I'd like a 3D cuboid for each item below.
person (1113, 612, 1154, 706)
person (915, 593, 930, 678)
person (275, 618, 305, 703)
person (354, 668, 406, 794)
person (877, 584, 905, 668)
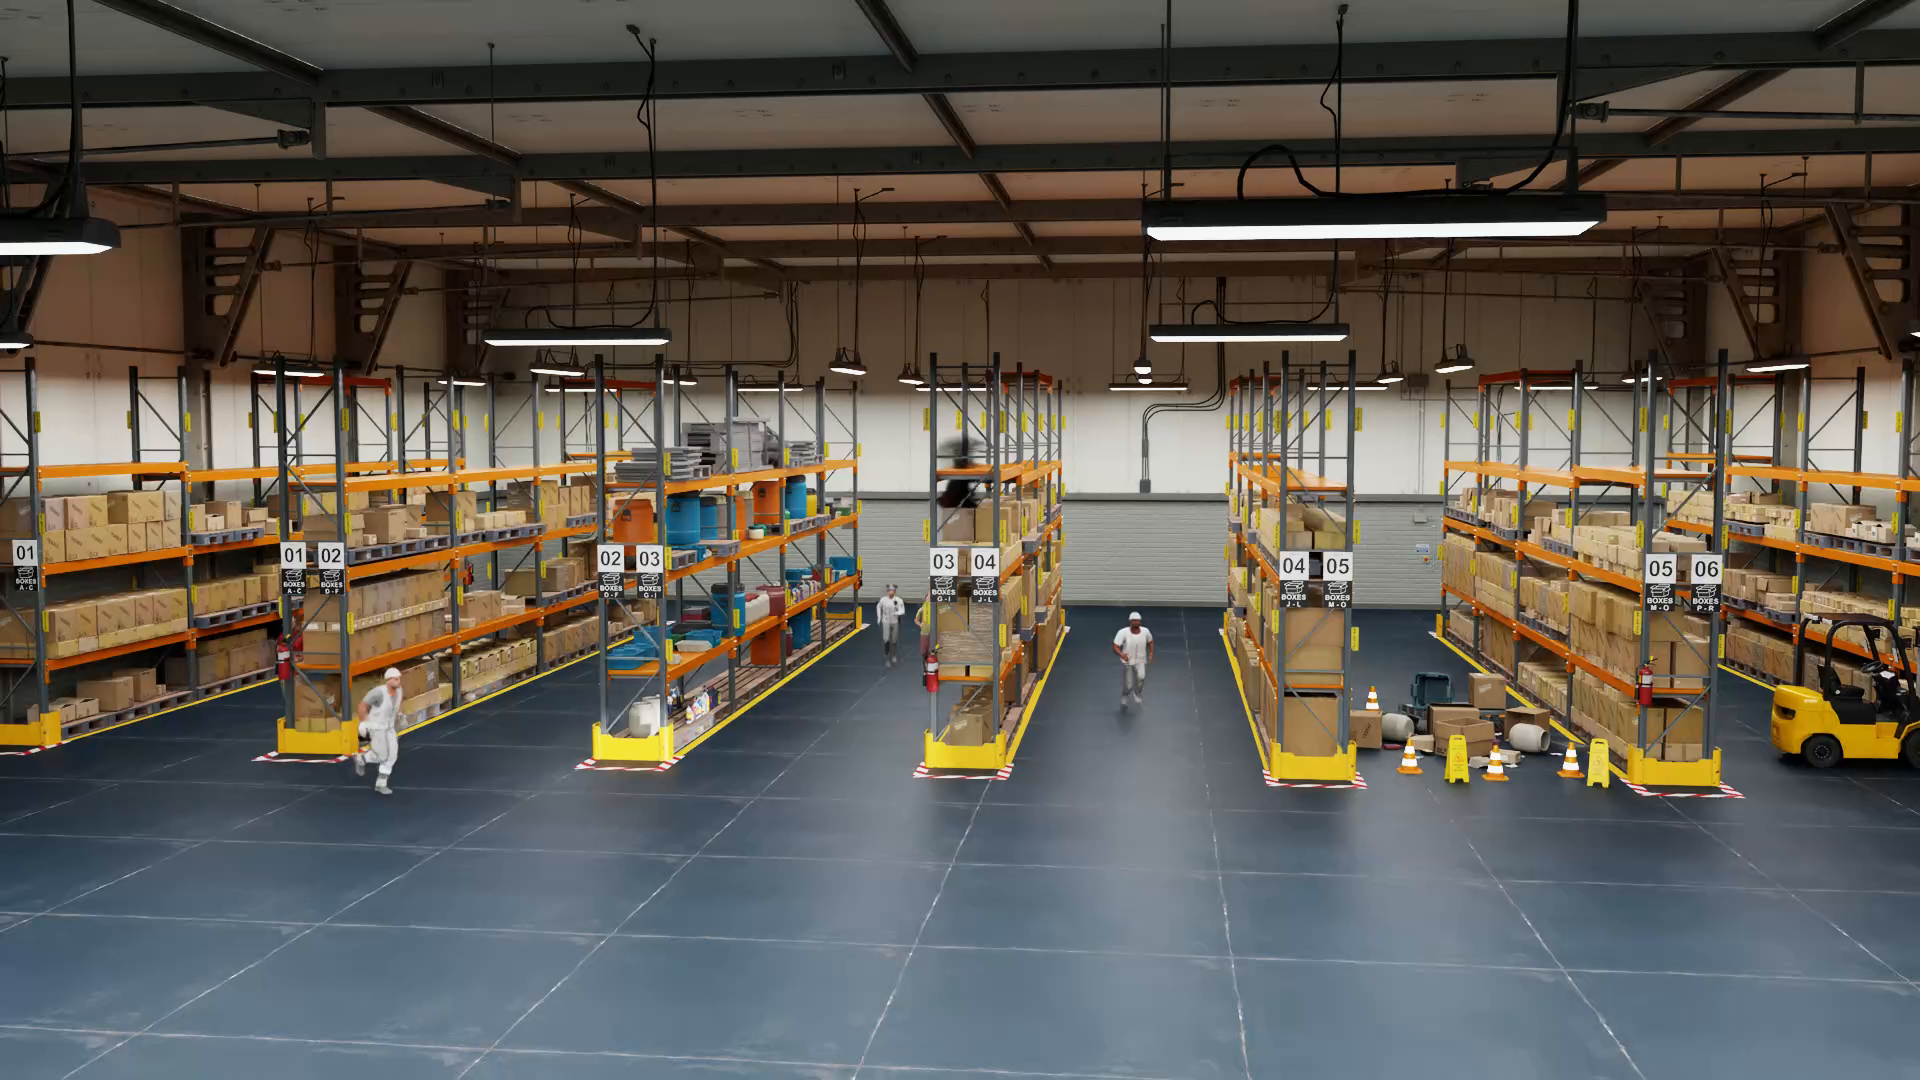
[{"bbox_3d":[2.959,2.040,28.227,0.726,1.649,0.857,0,4,-7],"label":"person"},{"bbox_3d":[-0.597,1.863,32.801,0.583,1.634,0.701,0,4,2],"label":"person"},{"bbox_3d":[-11.259,2.170,28.078,0.671,1.719,0.774,0,4,0],"label":"person"},{"bbox_3d":[-7.877,2.571,22.575,0.837,1.716,0.655,2,4,21],"label":"person"},{"bbox_3d":[-1.415,1.753,34.104,0.573,1.739,0.783,0,4,-2],"label":"person"}]
